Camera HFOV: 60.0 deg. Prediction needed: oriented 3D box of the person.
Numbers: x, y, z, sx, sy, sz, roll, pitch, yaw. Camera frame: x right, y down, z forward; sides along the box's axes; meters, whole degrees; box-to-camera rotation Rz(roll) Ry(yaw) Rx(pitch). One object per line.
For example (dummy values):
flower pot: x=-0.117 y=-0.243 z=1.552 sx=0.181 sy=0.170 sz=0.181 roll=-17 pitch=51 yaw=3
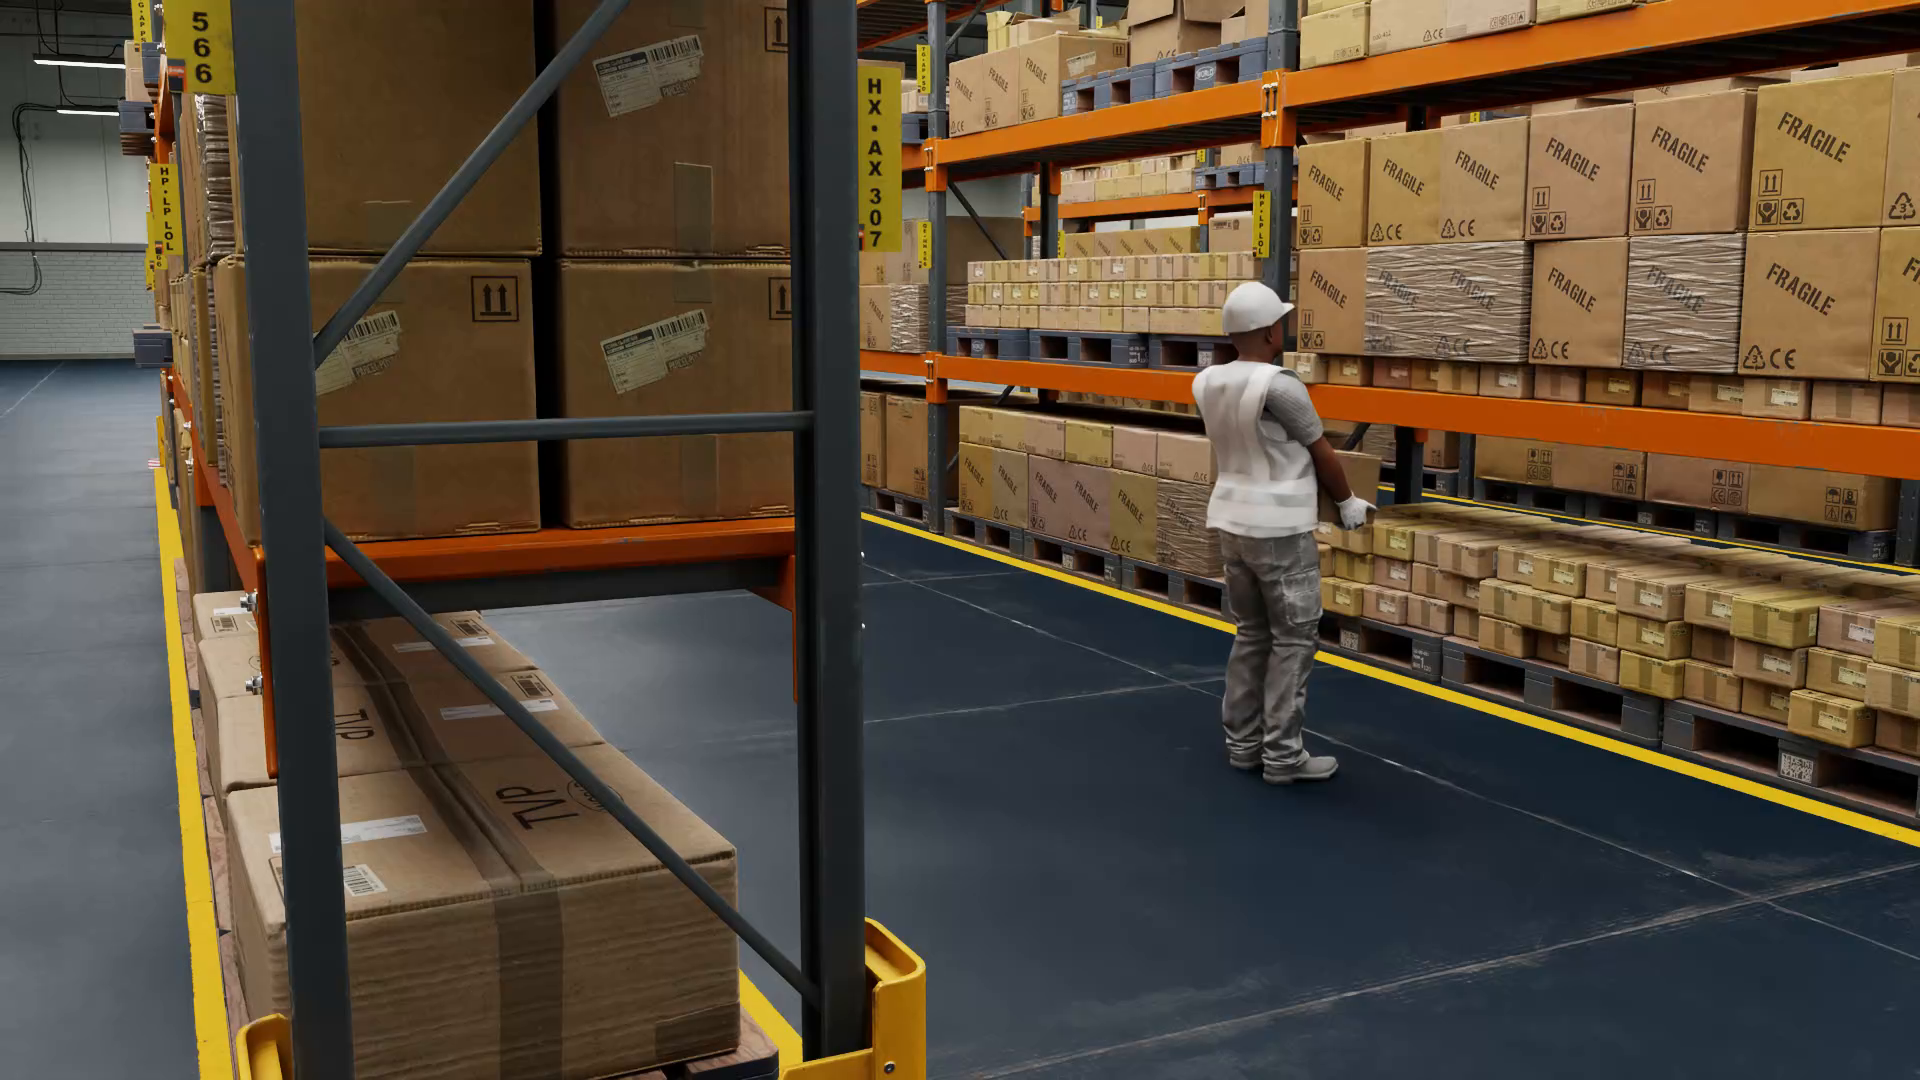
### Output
person: x=1.176 y=-0.032 z=6.006 sx=0.584 sy=1.779 sz=0.487 roll=-4 pitch=9 yaw=-26
